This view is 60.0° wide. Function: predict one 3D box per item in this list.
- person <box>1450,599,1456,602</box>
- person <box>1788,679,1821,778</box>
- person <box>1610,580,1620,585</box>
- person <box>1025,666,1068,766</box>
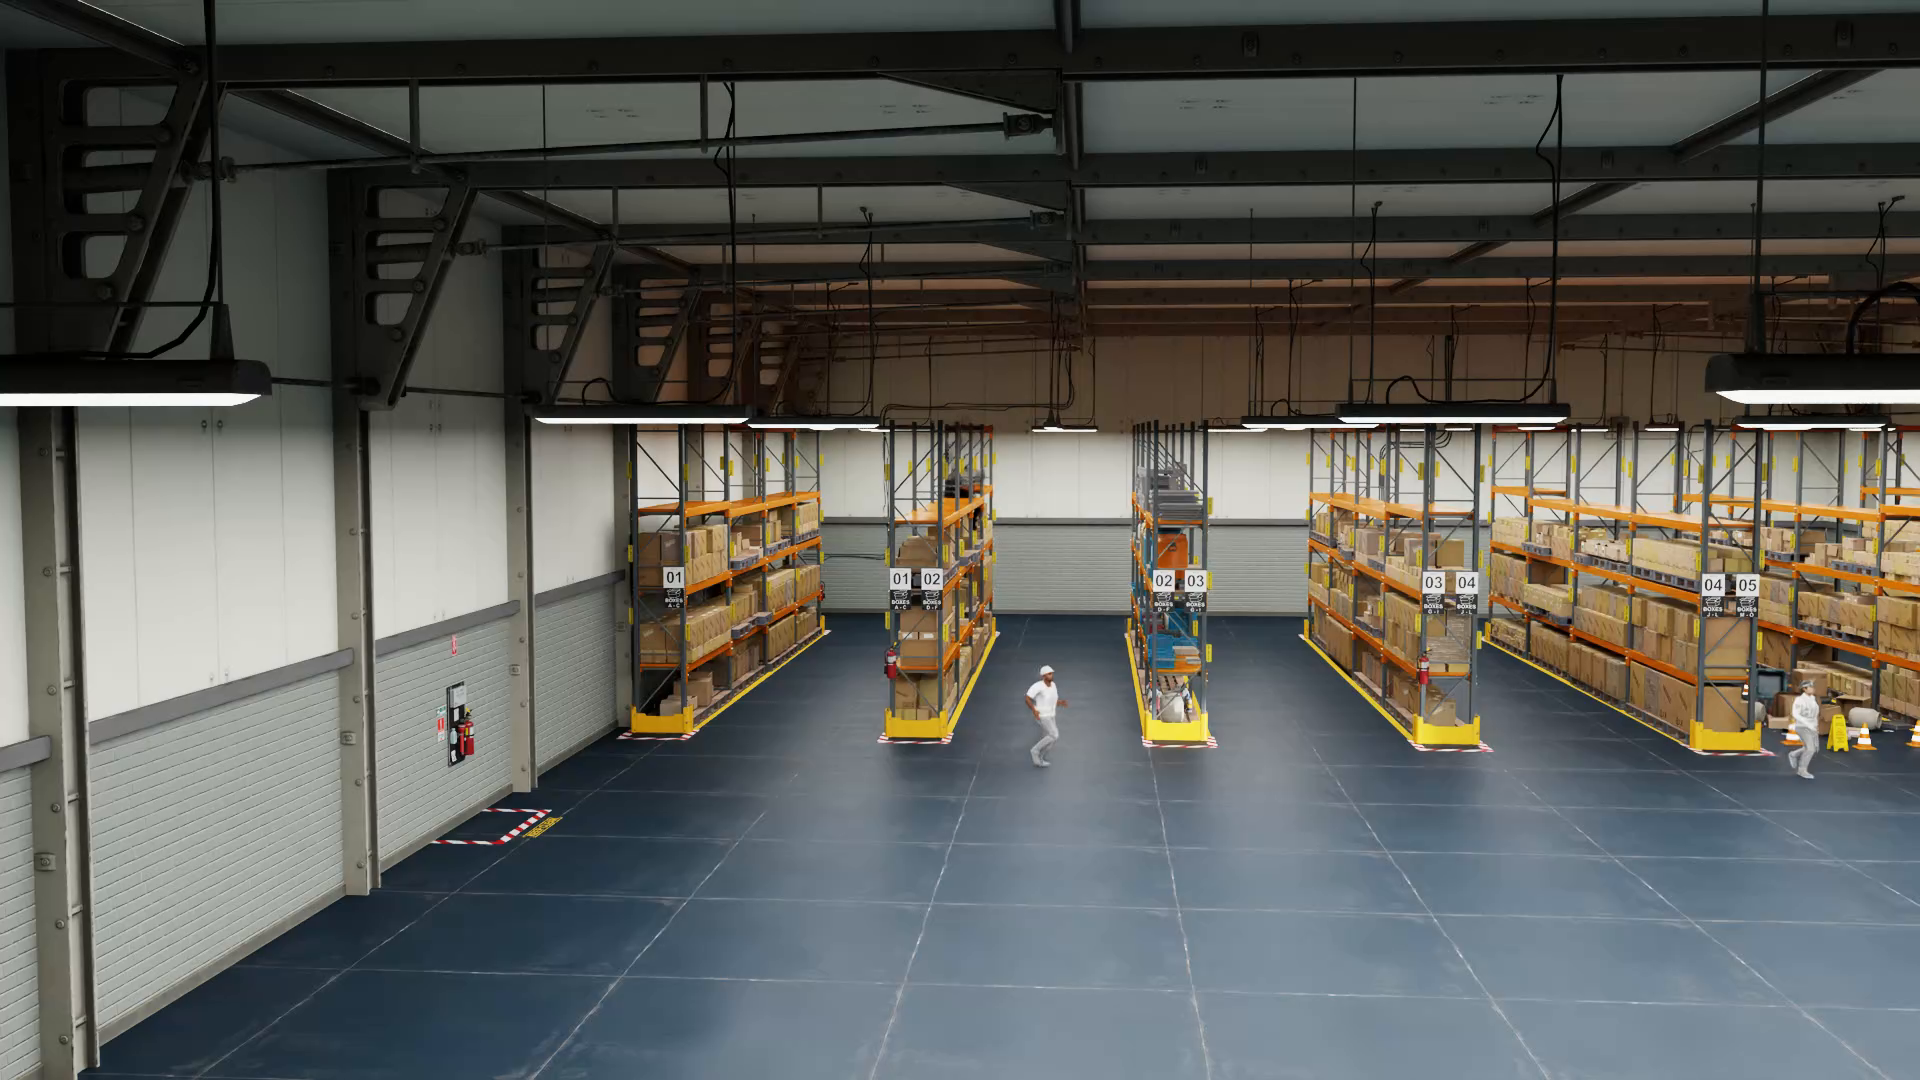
[{"bbox_3d":[13.354,2.073,44.853,0.592,1.653,0.632,1,4,9],"label":"person"},{"bbox_3d":[14.159,3.139,27.886,0.650,1.659,0.553,-2,4,-34],"label":"person"},{"bbox_3d":[18.860,1.926,47.320,0.834,1.700,0.596,1,4,12],"label":"person"},{"bbox_3d":[1.536,3.034,28.682,0.600,1.729,0.677,2,4,32],"label":"person"}]
